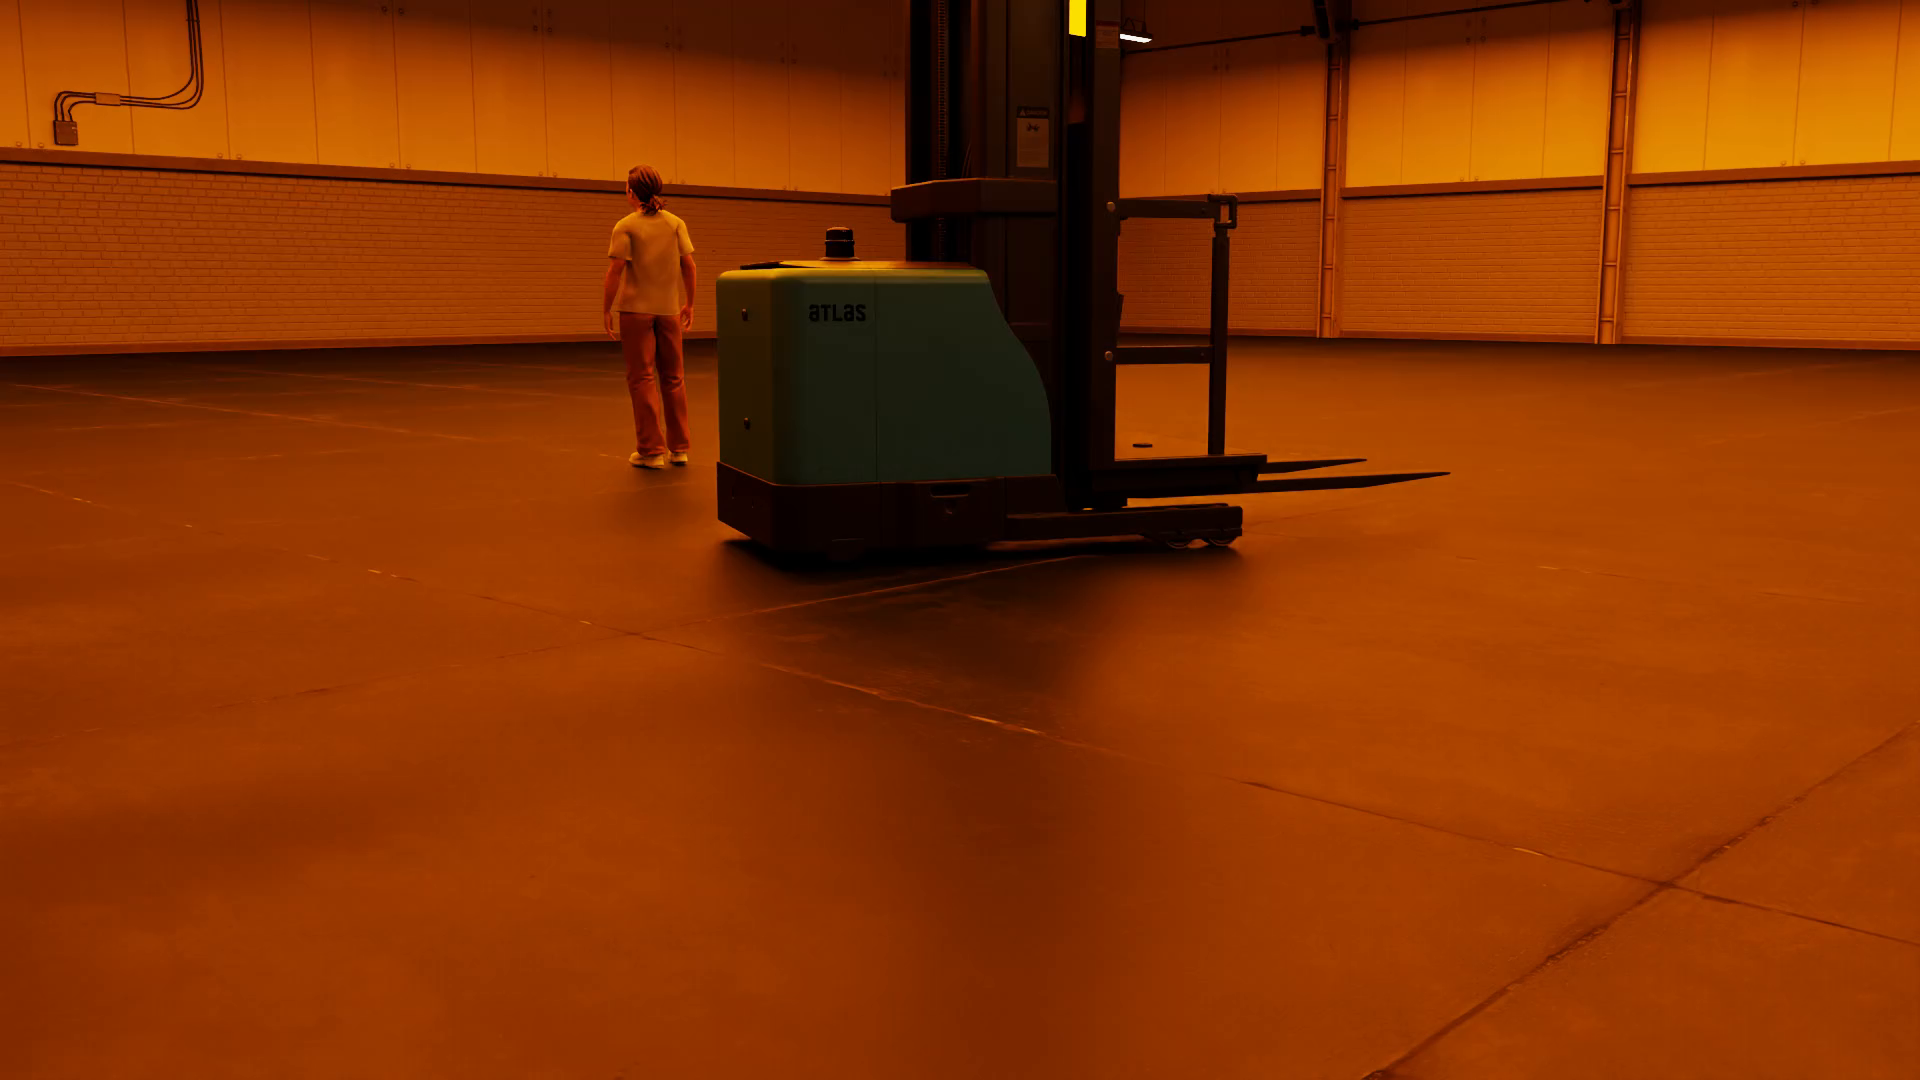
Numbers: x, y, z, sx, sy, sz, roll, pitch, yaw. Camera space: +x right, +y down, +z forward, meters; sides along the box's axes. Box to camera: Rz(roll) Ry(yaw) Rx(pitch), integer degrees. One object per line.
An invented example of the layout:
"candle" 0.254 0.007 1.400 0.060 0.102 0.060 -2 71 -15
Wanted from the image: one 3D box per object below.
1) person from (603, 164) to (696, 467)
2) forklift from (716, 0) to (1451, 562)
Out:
"person" -1.764 -1.253 9.366 0.555 1.674 0.549 -5 10 -30
"forklift" 0.579 -1.483 6.723 3.031 2.935 1.130 -3 9 -21
